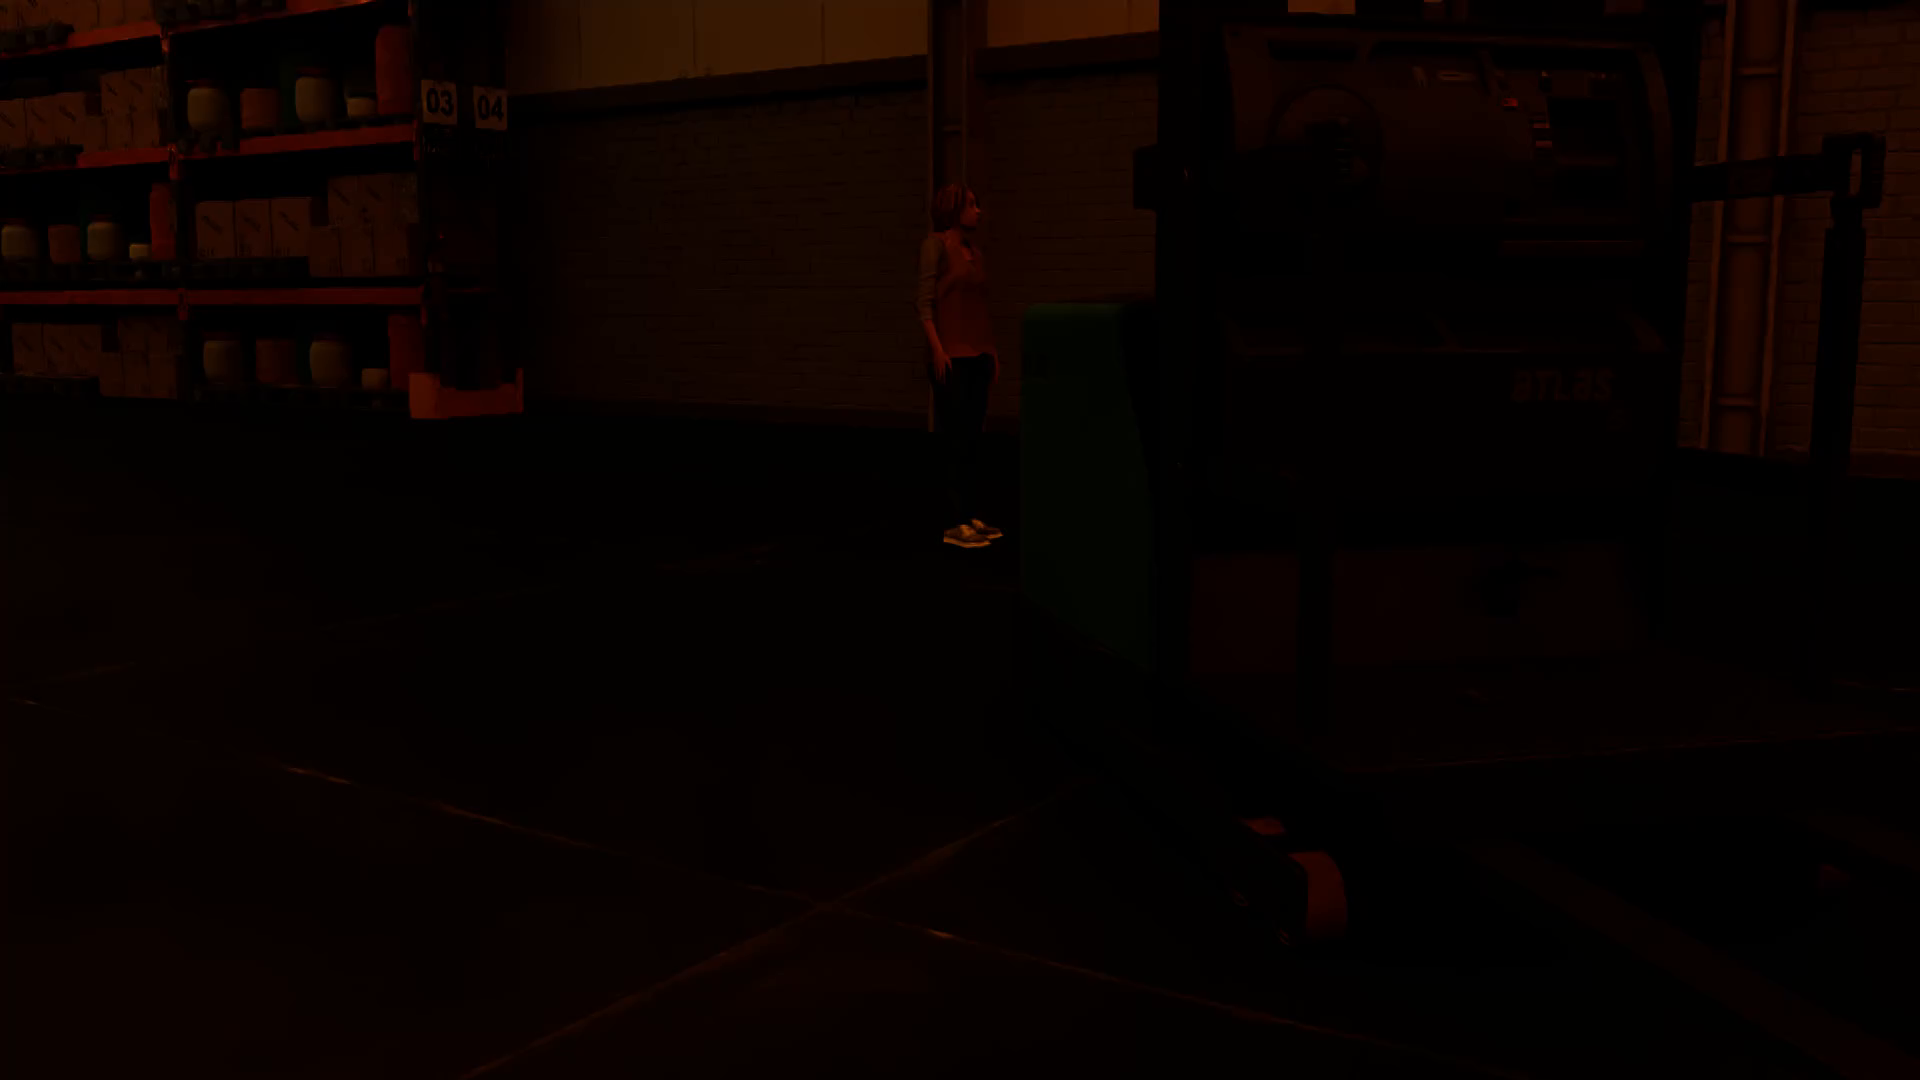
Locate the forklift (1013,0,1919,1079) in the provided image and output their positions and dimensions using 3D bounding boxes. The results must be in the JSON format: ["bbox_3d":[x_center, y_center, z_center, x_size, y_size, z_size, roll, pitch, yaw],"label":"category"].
[{"bbox_3d":[0.999,-0.825,2.993,1.130,2.935,3.031,-2,8,-14],"label":"forklift"}]

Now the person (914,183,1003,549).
[{"bbox_3d":[0.054,-0.790,7.438,0.474,1.597,0.520,5,10,34],"label":"person"}]
